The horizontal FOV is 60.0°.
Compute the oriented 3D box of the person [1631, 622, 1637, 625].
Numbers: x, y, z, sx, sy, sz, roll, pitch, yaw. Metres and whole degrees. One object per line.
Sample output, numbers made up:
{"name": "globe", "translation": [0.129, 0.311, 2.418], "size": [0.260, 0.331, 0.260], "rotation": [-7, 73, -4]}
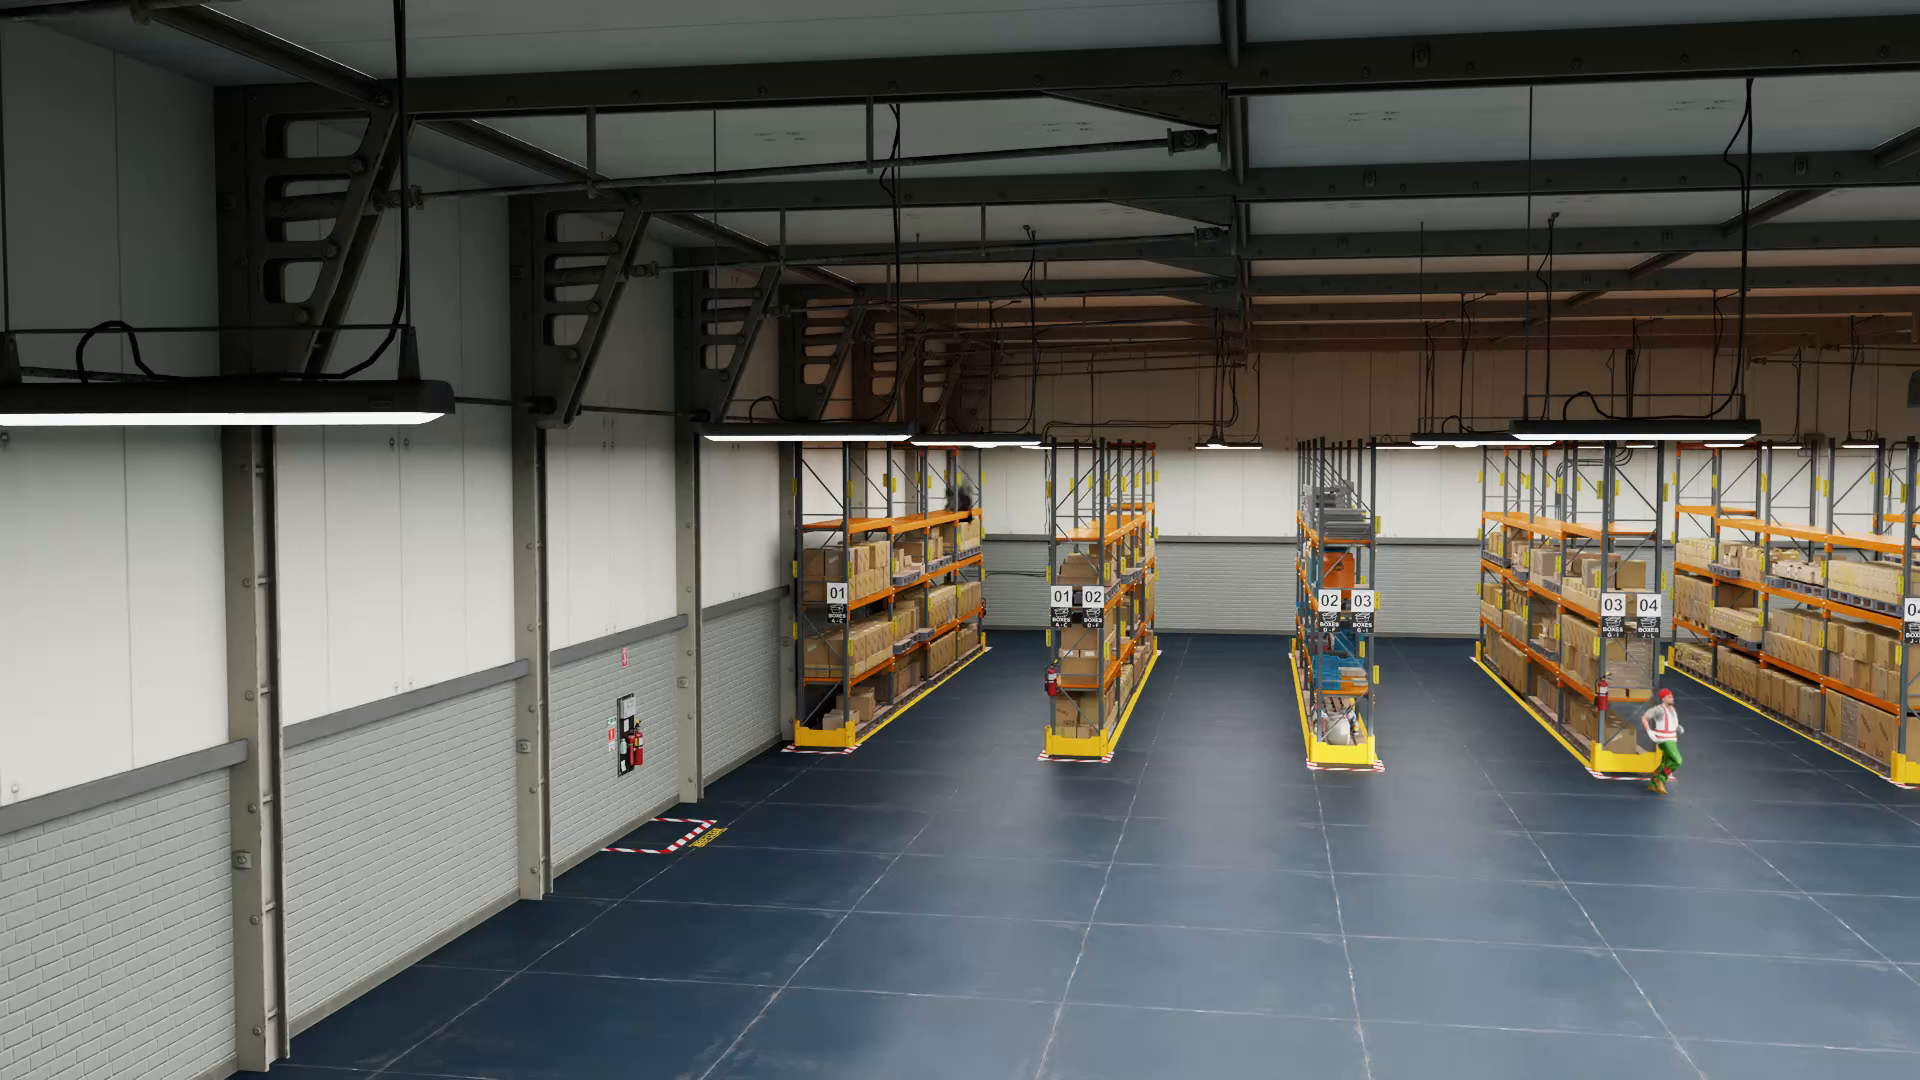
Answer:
{"name": "person", "translation": [17.585, 2.564, 43.381], "size": [0.753, 1.714, 0.580], "rotation": [1, 3, 16]}

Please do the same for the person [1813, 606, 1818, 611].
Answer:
{"name": "person", "translation": [23.265, 2.517, 45.347], "size": [0.858, 1.644, 0.626], "rotation": [1, 3, 12]}

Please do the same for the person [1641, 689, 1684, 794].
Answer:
{"name": "person", "translation": [11.830, 3.362, 27.821], "size": [0.664, 1.727, 0.628], "rotation": [-3, 4, -42]}
